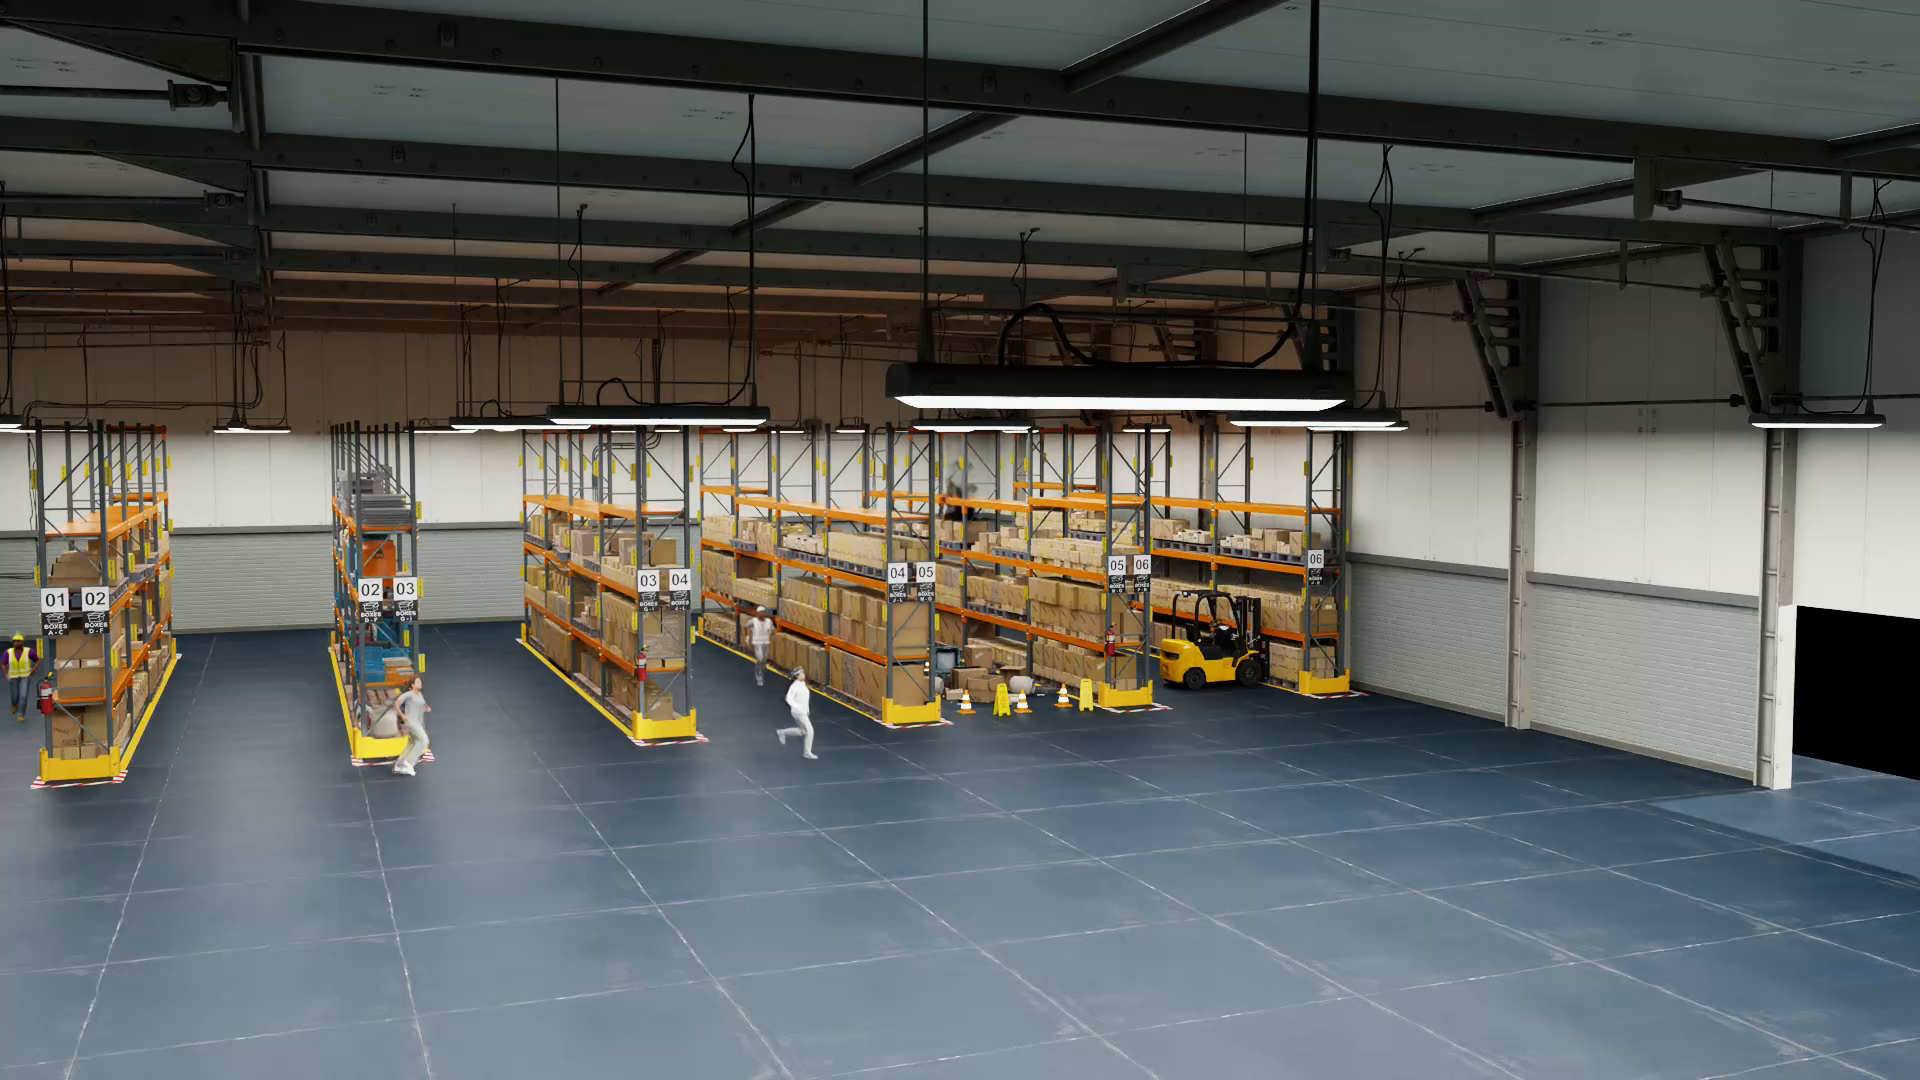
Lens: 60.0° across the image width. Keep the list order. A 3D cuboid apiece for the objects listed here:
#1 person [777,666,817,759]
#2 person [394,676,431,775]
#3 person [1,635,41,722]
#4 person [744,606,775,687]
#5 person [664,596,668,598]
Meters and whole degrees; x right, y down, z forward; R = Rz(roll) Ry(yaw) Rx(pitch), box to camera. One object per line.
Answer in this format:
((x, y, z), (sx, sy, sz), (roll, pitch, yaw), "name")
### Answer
((-2.908, 3.066, 29.613), (0.759, 1.673, 0.624), (1, 4, 8), "person")
((-9.279, 3.132, 28.241), (0.625, 1.647, 0.561), (0, 4, 6), "person")
((-18.943, 2.769, 33.557), (0.698, 1.741, 0.662), (-2, 4, -24), "person")
((-4.577, 2.439, 38.293), (0.651, 1.841, 0.765), (-2, 4, -31), "person")
((-8.616, 1.972, 47.437), (0.679, 1.635, 0.697), (1, 4, 14), "person")
